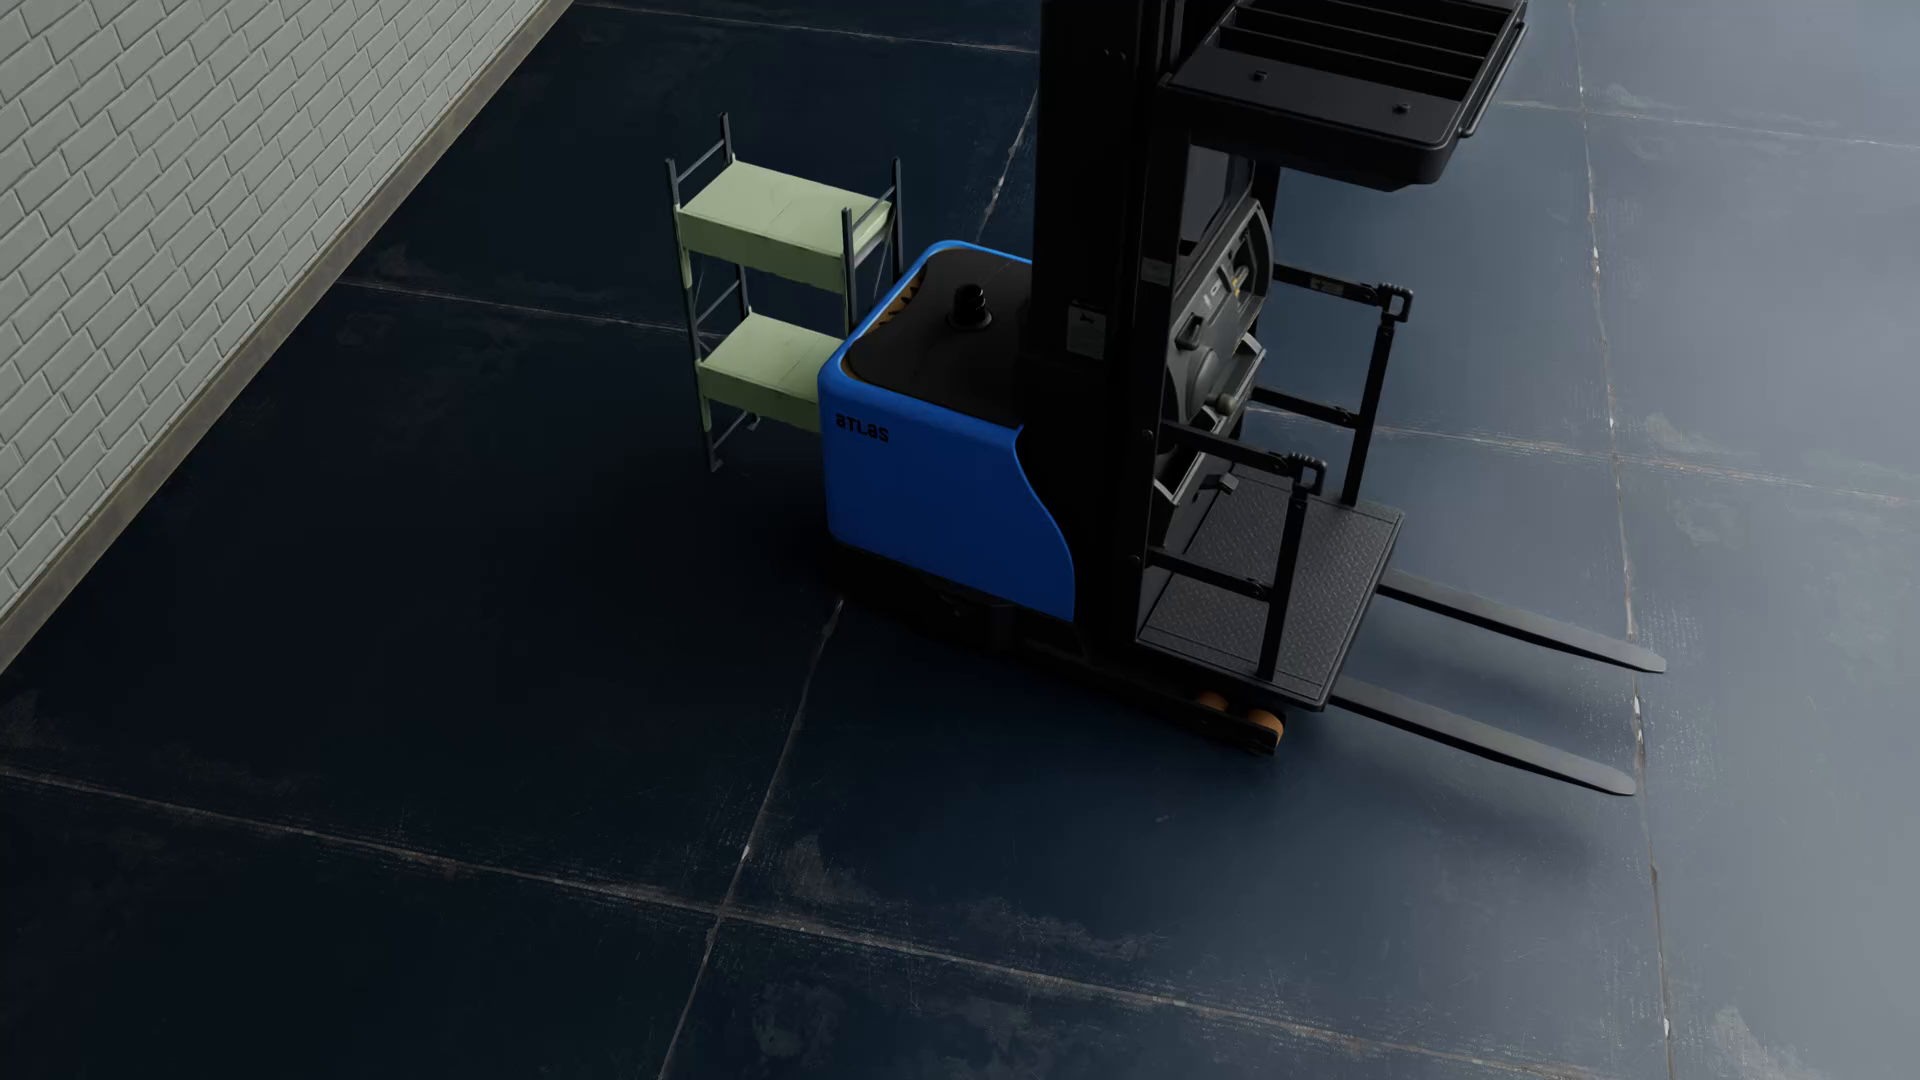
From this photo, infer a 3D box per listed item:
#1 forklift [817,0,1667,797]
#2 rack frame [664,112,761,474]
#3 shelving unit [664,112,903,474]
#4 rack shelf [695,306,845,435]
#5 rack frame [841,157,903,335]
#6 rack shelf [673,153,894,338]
[{"bbox_3d":[1.035,-0.713,5.377,3.031,2.935,1.130,19,47,19],"label":"forklift"},{"bbox_3d":[-0.972,-0.947,6.652,0.023,1.500,0.400,19,47,19],"label":"rack frame"},{"bbox_3d":[-0.643,-0.835,6.536,0.755,1.500,0.431,19,47,19],"label":"shelving unit"},{"bbox_3d":[-0.643,-0.600,6.762,0.720,0.370,0.431,19,47,19],"label":"rack shelf"},{"bbox_3d":[-0.315,-0.723,6.420,0.023,1.500,0.400,19,47,19],"label":"rack frame"},{"bbox_3d":[-0.643,-1.116,6.265,0.720,0.370,0.431,19,47,19],"label":"rack shelf"}]
